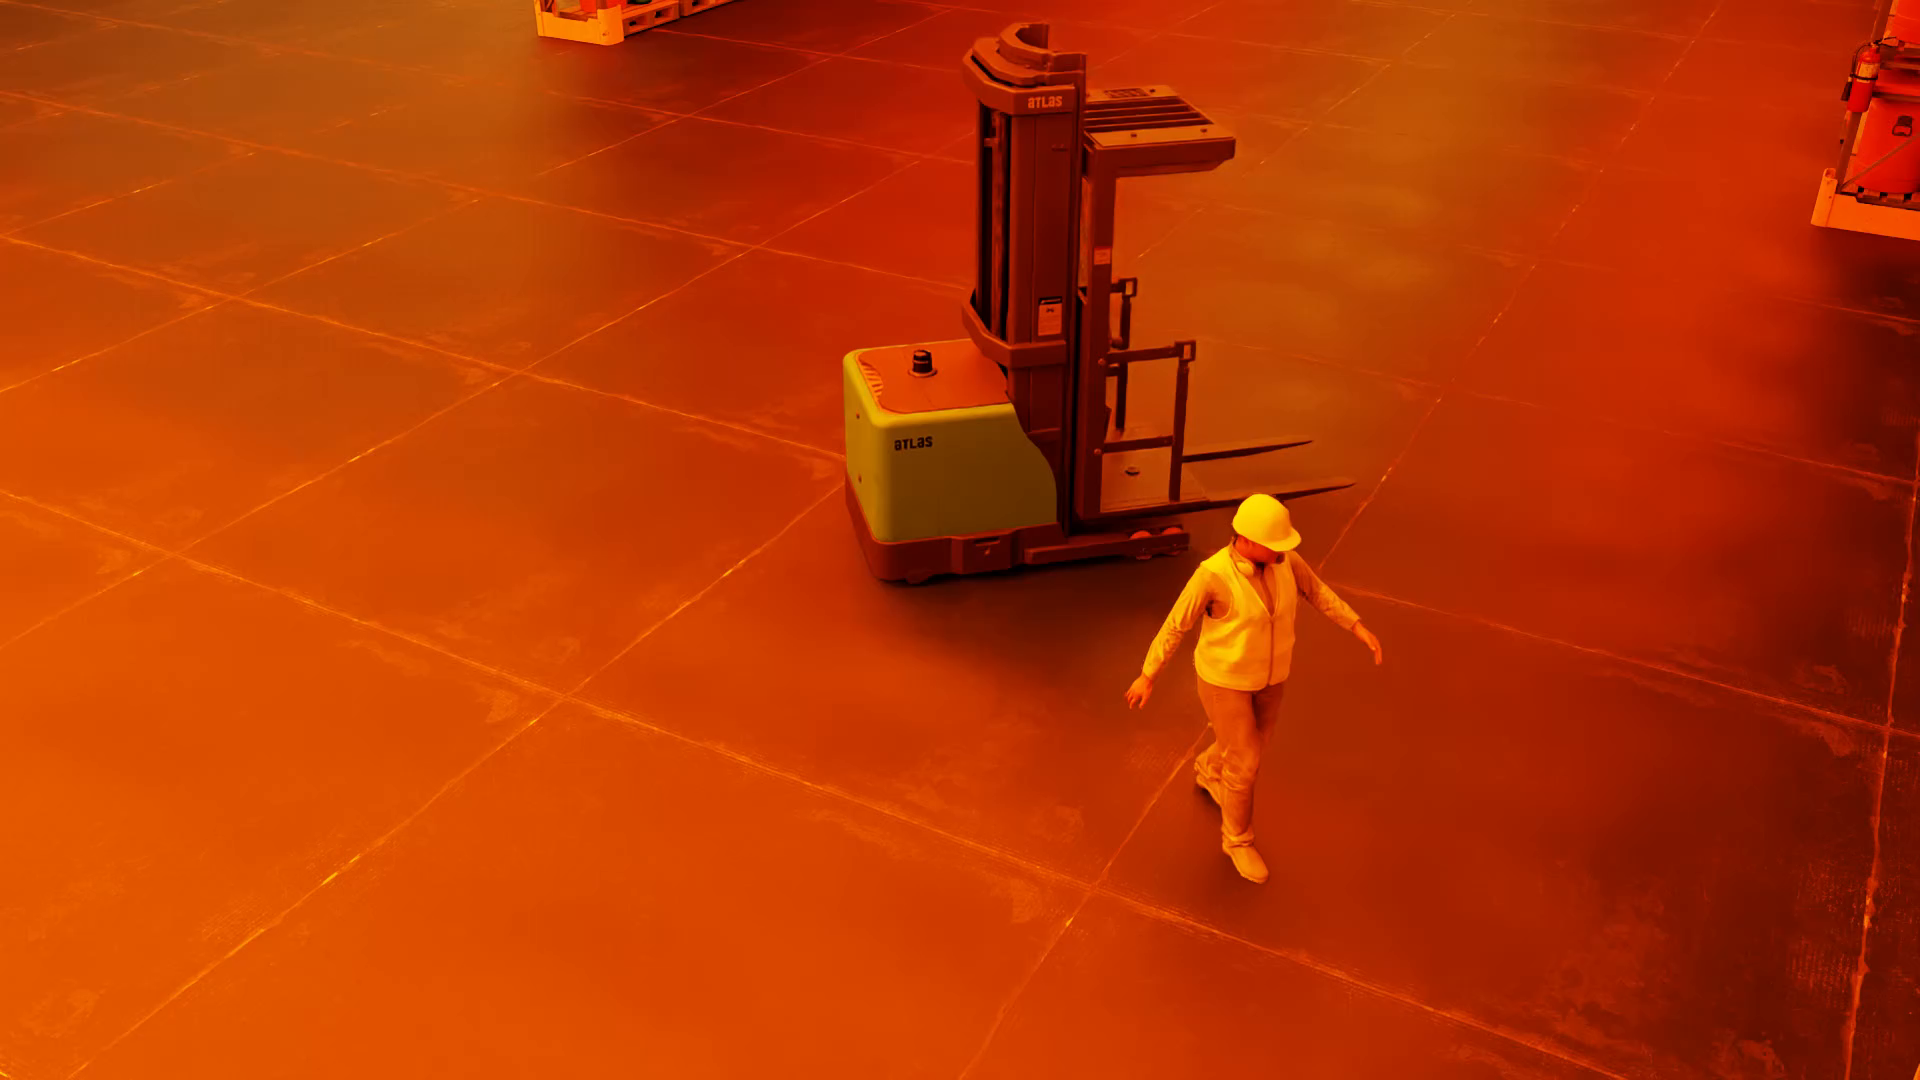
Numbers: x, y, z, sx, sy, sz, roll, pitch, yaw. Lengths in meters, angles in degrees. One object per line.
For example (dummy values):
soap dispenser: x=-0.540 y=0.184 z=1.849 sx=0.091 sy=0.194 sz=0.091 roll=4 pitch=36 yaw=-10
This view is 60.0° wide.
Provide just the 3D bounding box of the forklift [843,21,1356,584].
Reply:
forklift: x=0.870 y=-1.402 z=9.500 sx=3.031 sy=2.935 sz=1.130 roll=-7 pitch=31 yaw=-12

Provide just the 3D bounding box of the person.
person: x=1.238 y=0.598 z=7.236 sx=0.943 sy=1.753 sz=0.756 roll=-17 pitch=34 yaw=-27
